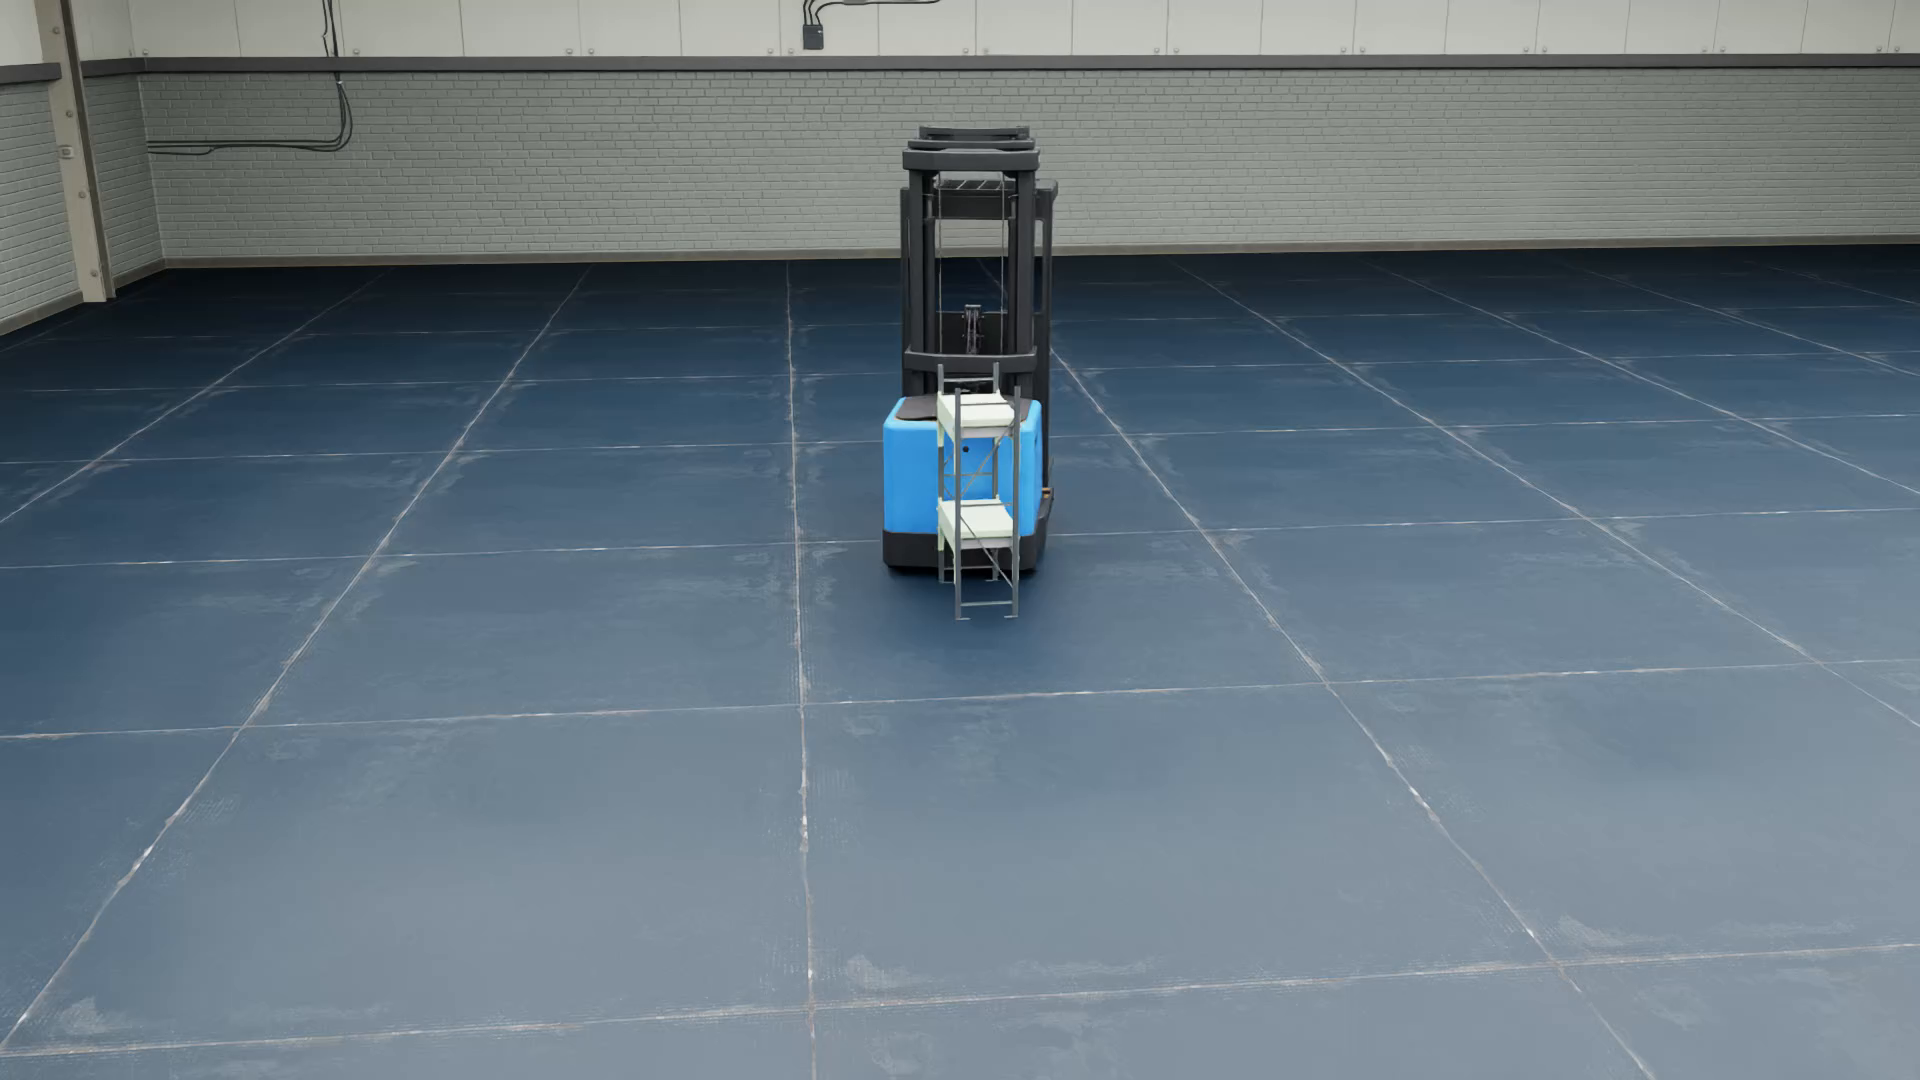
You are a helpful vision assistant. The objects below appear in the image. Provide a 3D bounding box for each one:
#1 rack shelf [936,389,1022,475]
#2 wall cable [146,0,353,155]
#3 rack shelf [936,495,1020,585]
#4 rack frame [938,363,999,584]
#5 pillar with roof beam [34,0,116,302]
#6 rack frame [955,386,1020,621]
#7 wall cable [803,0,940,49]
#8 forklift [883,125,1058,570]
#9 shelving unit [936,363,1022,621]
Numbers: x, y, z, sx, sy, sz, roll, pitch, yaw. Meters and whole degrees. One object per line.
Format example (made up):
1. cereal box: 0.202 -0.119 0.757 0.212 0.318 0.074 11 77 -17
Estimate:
1. rack shelf: 0.111 -0.694 10.582 0.431 0.370 0.720 -3 18 -8
2. wall cable: -10.684 -6.996 24.623 3.097 2.526 0.112 -2 18 -6
3. rack shelf: 0.111 -0.011 10.796 0.431 0.370 0.720 -3 18 -8
4. rack frame: 0.055 -0.430 11.043 0.400 1.500 0.023 -3 18 -8
5. pillar with roof beam: -7.413 -7.692 21.655 9.100 9.000 0.400 -2 18 -6
6. rack frame: 0.168 -0.214 10.353 0.400 1.500 0.023 -3 18 -8
7. wall cable: -1.239 -10.389 24.567 2.305 6.003 0.169 -2 18 -6
8. forklift: 0.145 -1.590 12.347 1.130 2.935 3.031 2 18 6
9. shelving unit: 0.111 -0.322 10.698 0.431 1.500 0.755 -3 18 -8
